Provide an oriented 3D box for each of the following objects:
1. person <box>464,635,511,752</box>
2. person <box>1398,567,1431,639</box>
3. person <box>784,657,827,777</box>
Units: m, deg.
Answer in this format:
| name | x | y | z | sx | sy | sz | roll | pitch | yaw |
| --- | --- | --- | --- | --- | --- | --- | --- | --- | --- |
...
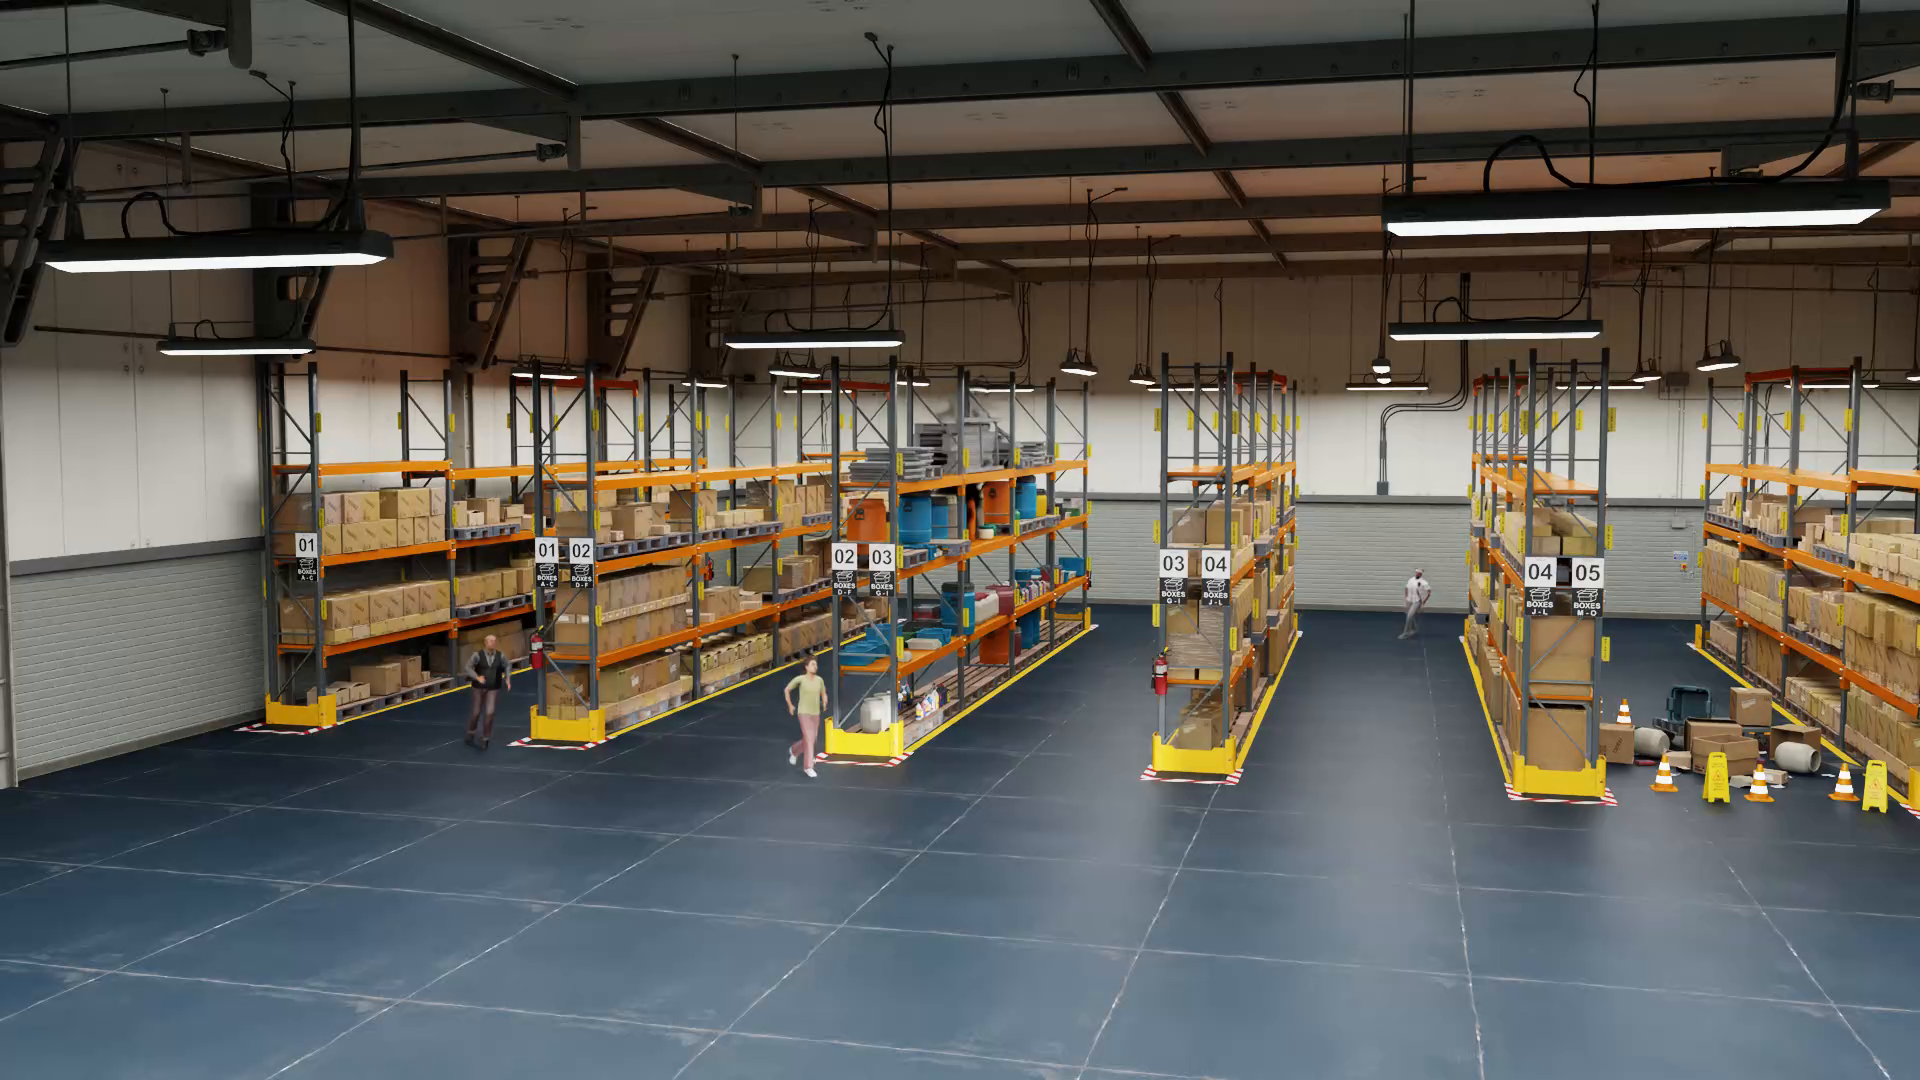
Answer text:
| name | x | y | z | sx | sy | sz | roll | pitch | yaw |
| --- | --- | --- | --- | --- | --- | --- | --- | --- | --- |
| person | -7.282 | 2.338 | 25.692 | 0.712 | 1.748 | 0.798 | -2 | 4 | -21 |
| person | 10.562 | 1.450 | 38.583 | 0.816 | 1.664 | 0.635 | -4 | 5 | -43 |
| person | -2.162 | 2.513 | 23.867 | 0.618 | 1.656 | 0.775 | -3 | 5 | -34 |
